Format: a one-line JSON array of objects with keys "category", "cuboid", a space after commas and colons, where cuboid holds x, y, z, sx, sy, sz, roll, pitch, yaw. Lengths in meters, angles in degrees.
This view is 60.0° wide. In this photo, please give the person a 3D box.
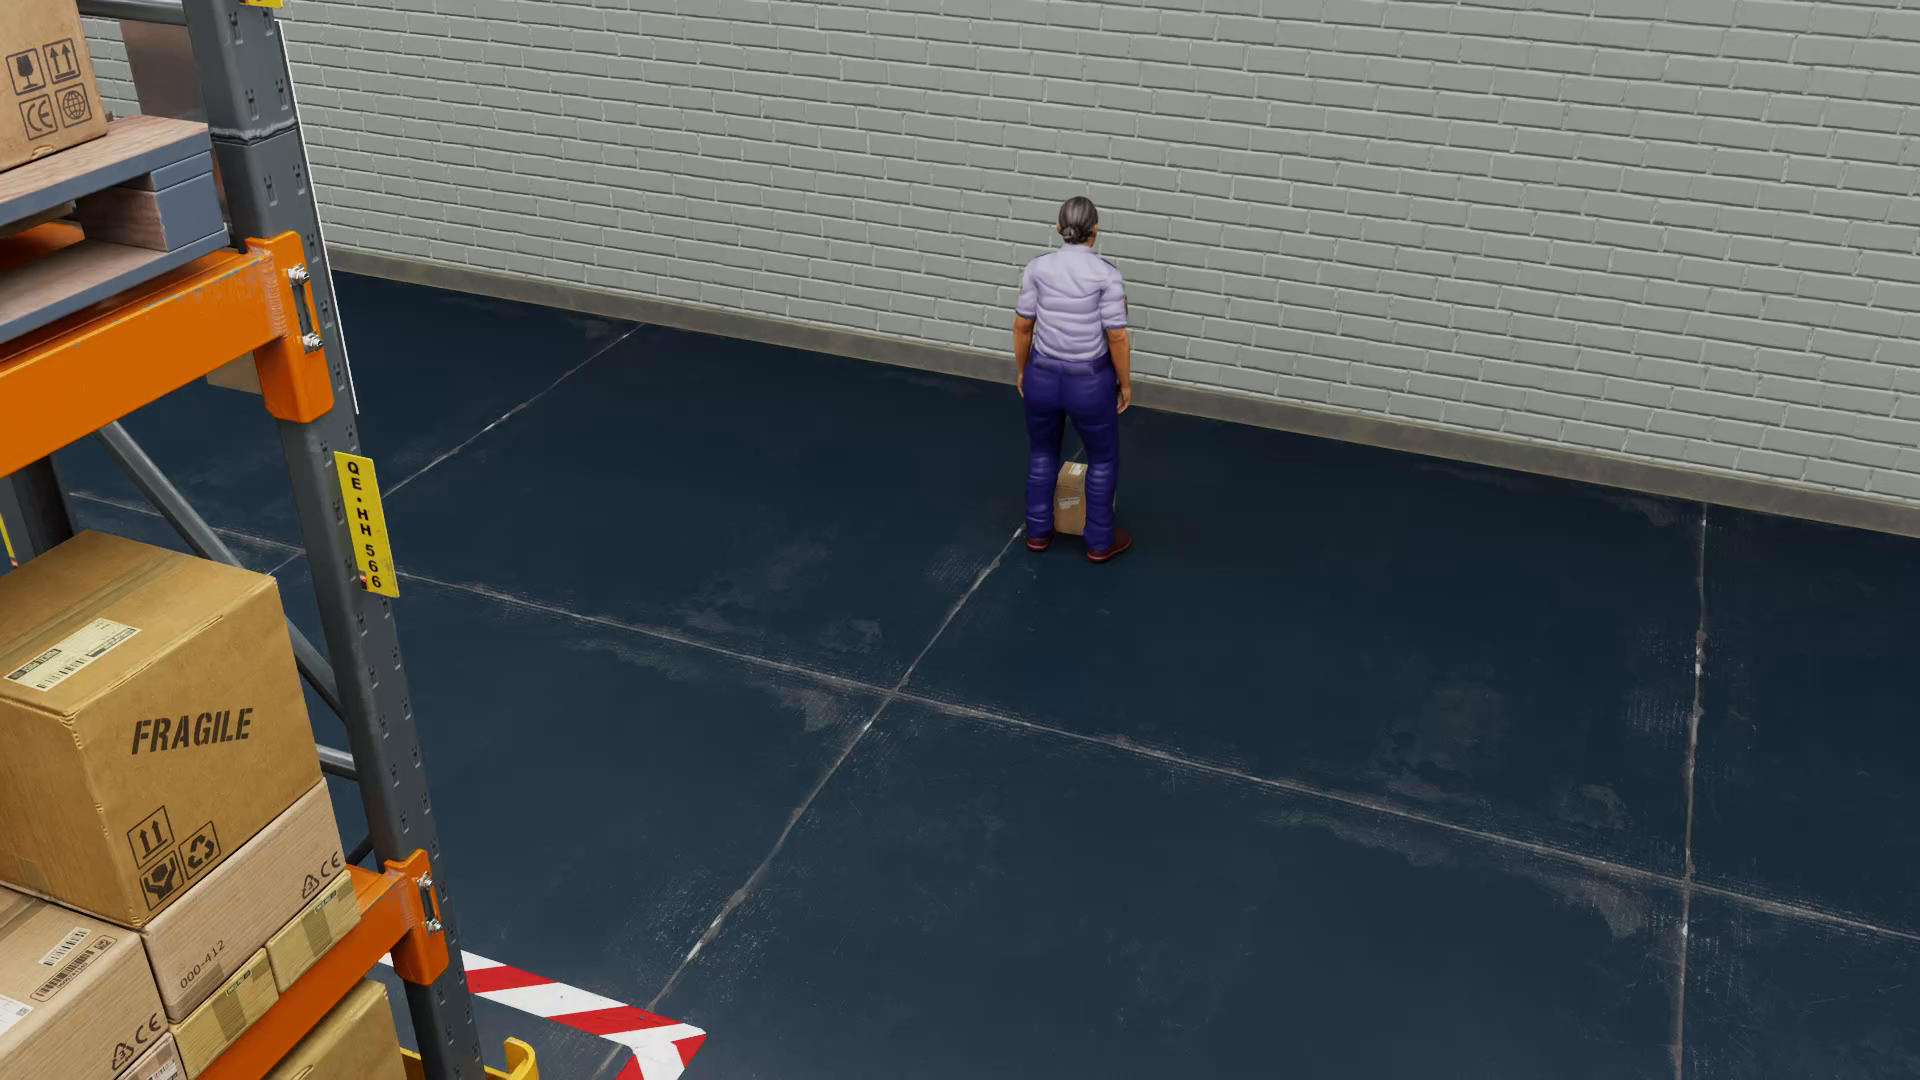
[{"category": "person", "cuboid": [0.500, -0.688, 7.337, 0.547, 1.651, 0.367, 11, 32, 18]}]
